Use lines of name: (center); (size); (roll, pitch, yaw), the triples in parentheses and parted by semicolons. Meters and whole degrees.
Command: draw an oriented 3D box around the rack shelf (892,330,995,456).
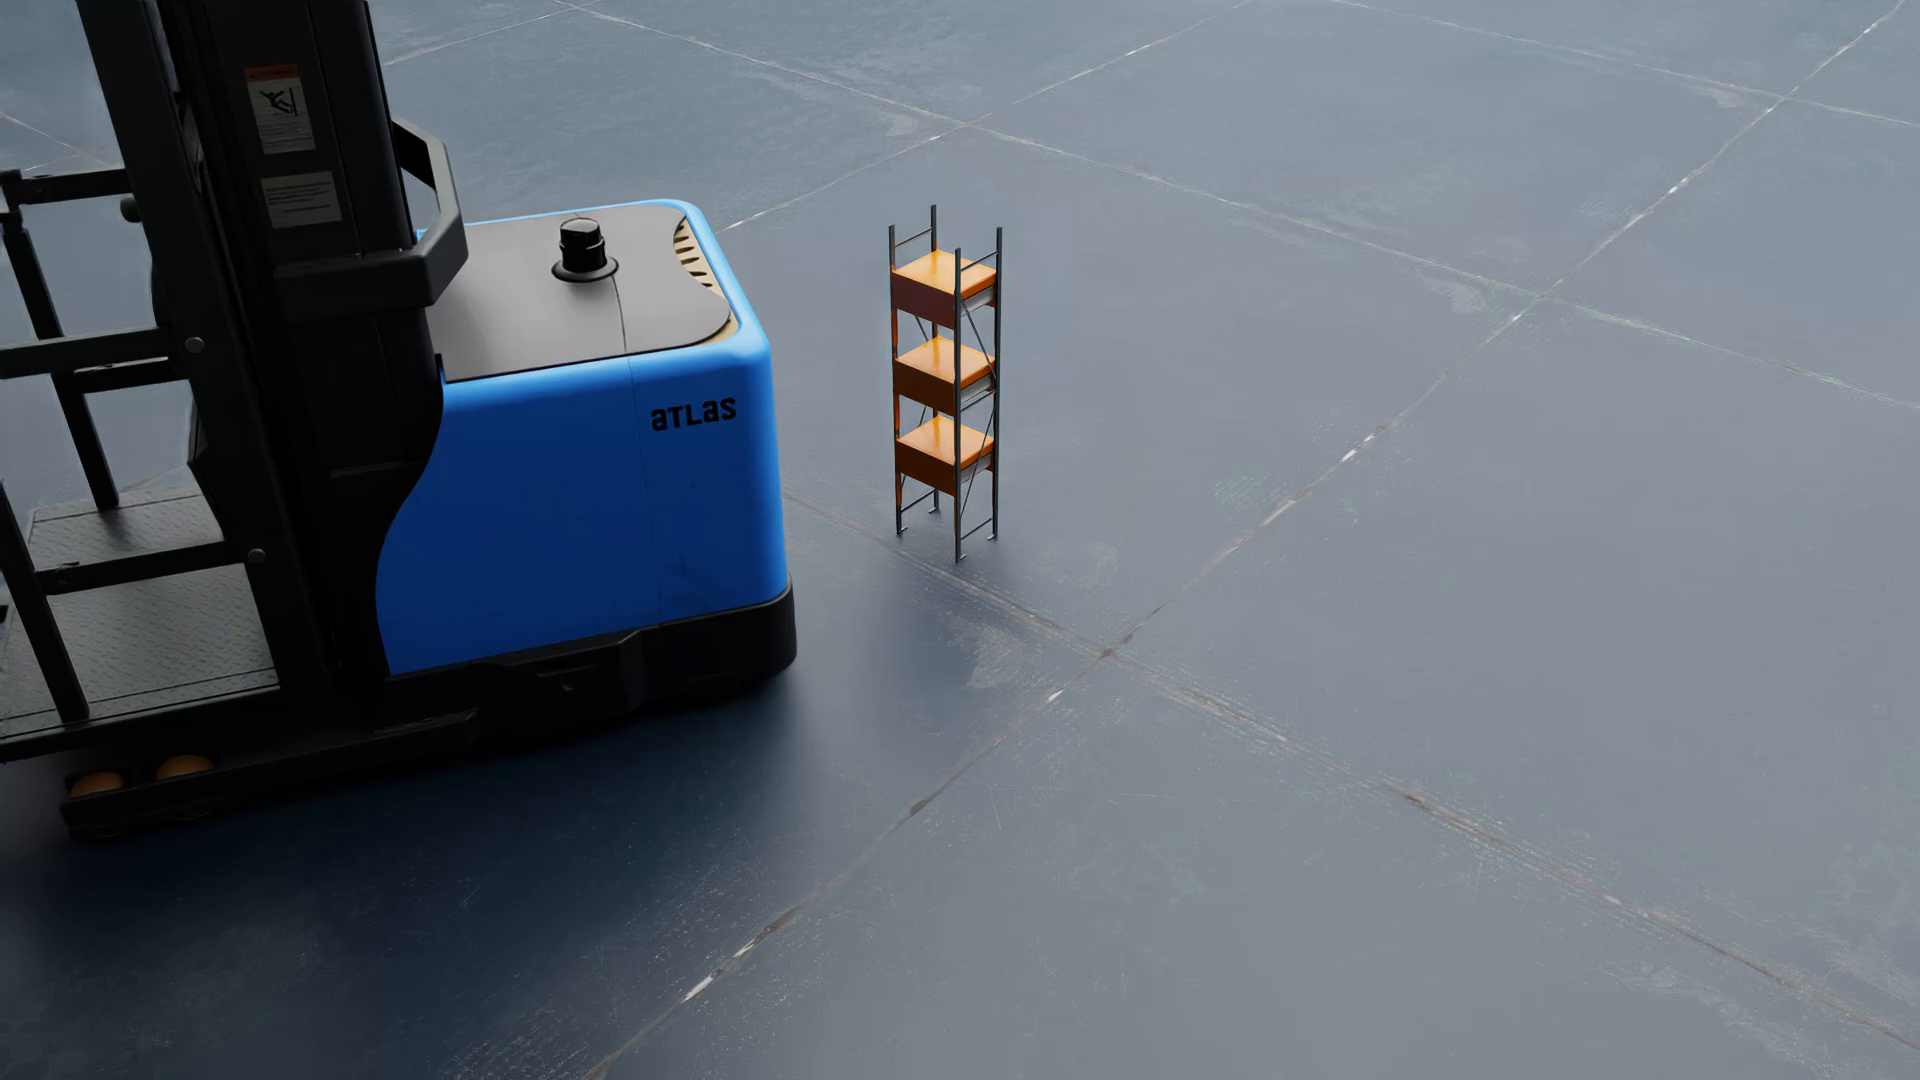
rack shelf: (-0.041, -0.443, 4.987); (0.240, 0.259, 0.215); (25, 42, 32)

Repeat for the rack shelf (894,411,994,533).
rack shelf: (-0.041, -0.214, 5.144); (0.240, 0.259, 0.215); (25, 42, 32)

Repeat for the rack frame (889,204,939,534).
rack frame: (-0.135, -0.496, 5.045); (0.008, 1.050, 0.200); (25, 42, 32)

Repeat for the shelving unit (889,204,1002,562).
shelving unit: (-0.041, -0.452, 4.981); (0.252, 1.050, 0.215); (25, 42, 32)

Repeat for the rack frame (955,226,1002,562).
rack frame: (0.053, -0.408, 4.917); (0.008, 1.050, 0.200); (25, 42, 32)

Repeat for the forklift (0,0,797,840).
forklift: (-2.031, -0.800, 3.825); (3.031, 2.935, 1.130); (-11, 36, -15)

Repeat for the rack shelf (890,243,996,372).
rack shelf: (-0.041, -0.677, 4.826); (0.240, 0.259, 0.215); (25, 42, 32)
